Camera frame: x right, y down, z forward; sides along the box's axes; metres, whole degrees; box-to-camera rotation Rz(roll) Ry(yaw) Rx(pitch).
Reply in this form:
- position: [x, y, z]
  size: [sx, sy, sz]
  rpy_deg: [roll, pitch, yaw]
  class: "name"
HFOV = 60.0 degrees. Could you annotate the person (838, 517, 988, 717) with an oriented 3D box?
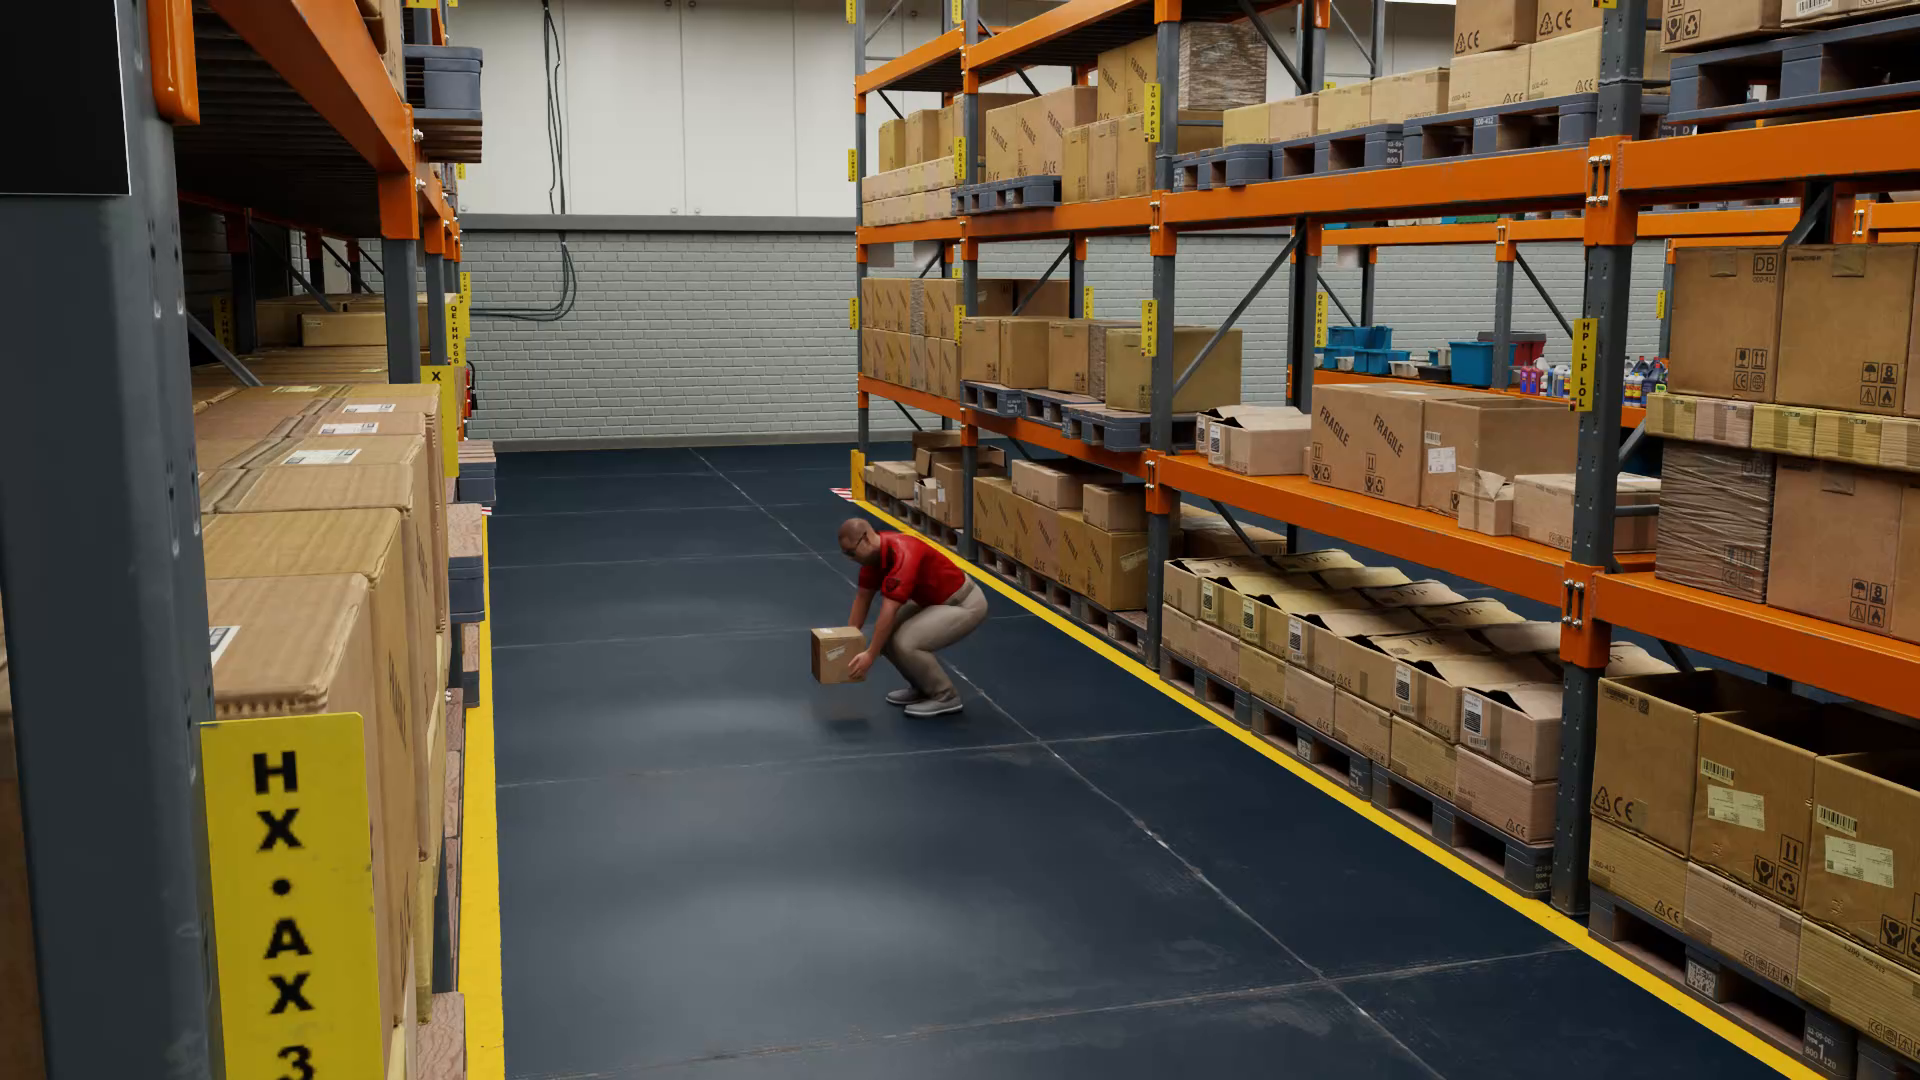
- position: [-0.265, 0.398, 8.994]
  size: [0.846, 1.085, 0.568]
  rpy_deg: [-3, 10, -16]
  class: "person"
